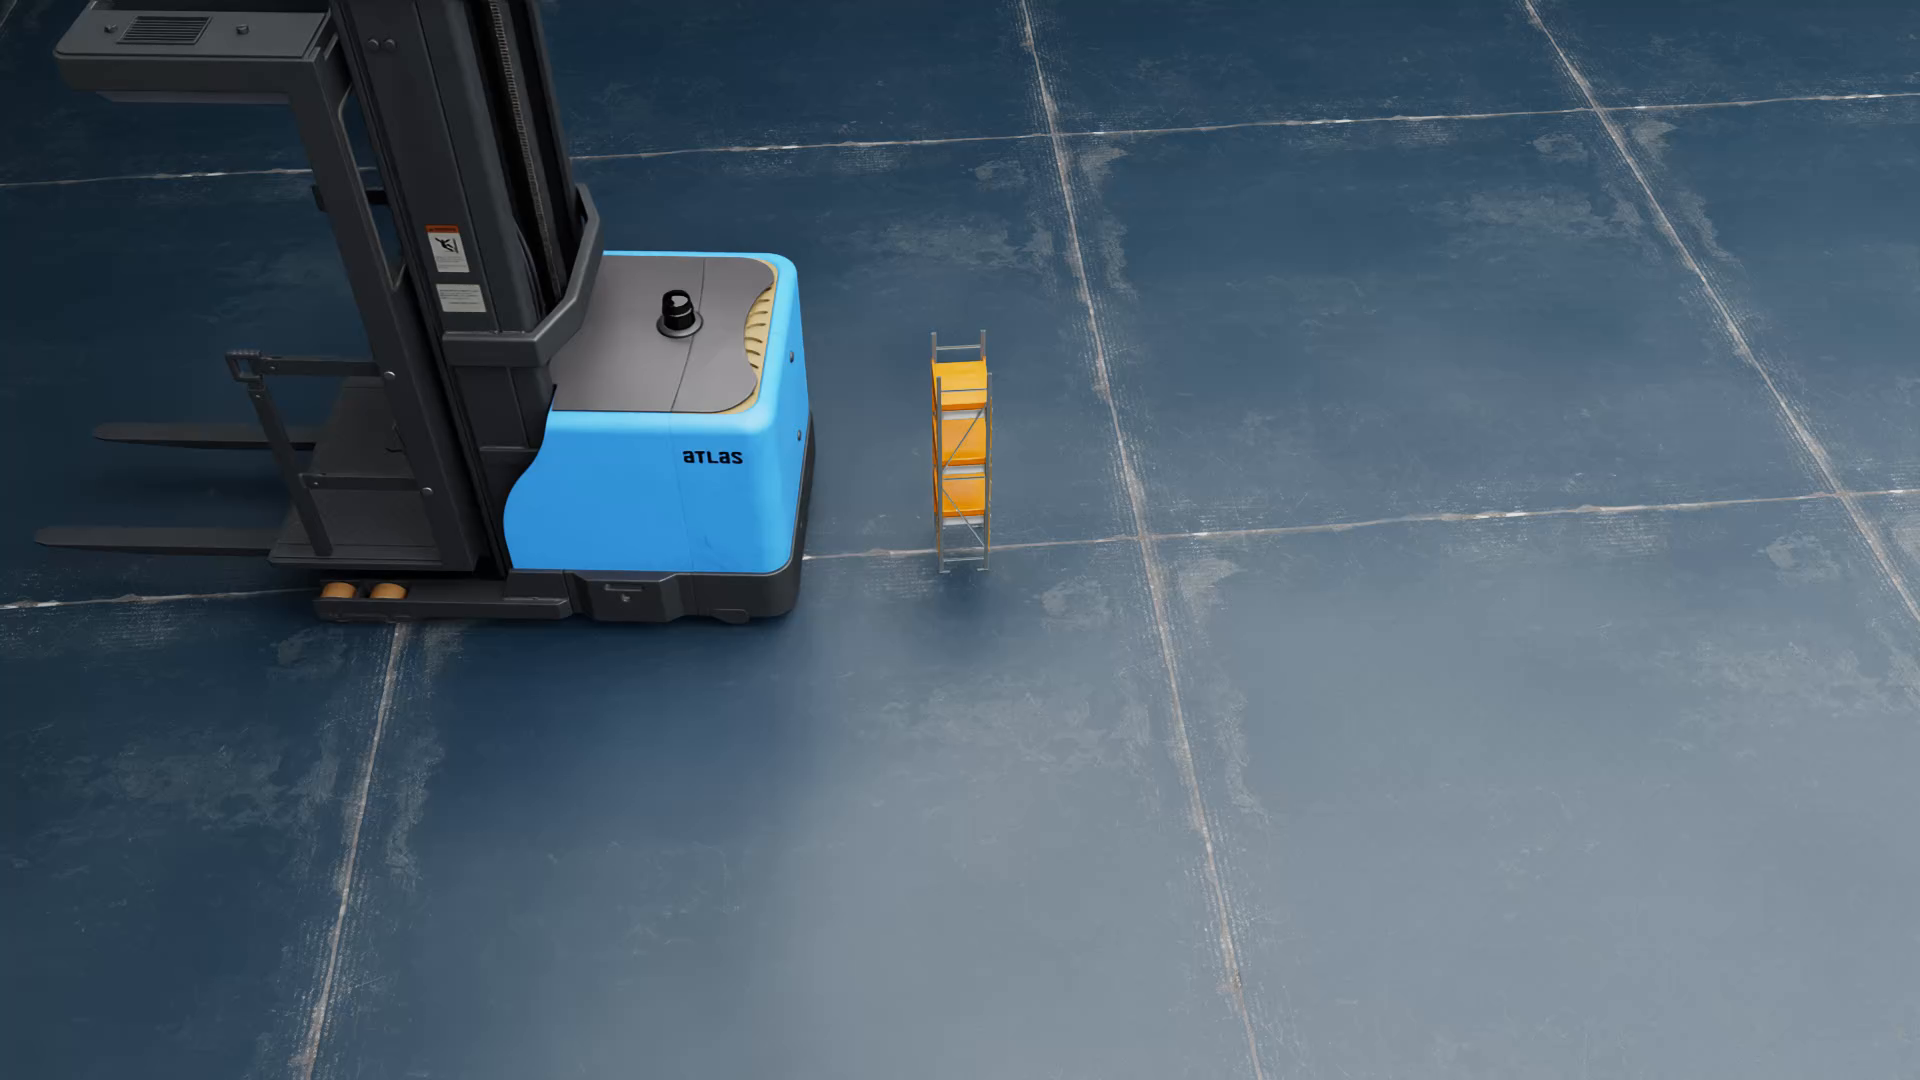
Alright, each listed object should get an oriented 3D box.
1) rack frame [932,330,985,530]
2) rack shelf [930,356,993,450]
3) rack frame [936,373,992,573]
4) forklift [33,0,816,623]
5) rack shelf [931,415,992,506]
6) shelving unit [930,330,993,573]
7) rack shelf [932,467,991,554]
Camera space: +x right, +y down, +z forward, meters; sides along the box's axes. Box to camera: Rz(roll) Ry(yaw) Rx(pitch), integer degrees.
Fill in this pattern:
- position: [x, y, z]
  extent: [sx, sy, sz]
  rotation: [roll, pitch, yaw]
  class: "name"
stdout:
- position: [-0.006, -0.411, 6.552]
  extent: [0.200, 1.050, 0.008]
  rotation: [-3, 47, -3]
  class: "rack frame"
- position: [0.004, -0.510, 6.270]
  extent: [0.215, 0.259, 0.240]
  rotation: [-3, 47, -3]
  class: "rack shelf"
- position: [0.015, -0.234, 6.385]
  extent: [0.200, 1.050, 0.008]
  rotation: [-3, 47, -3]
  class: "rack frame"
- position: [-2.146, -1.064, 5.876]
  extent: [3.031, 2.935, 1.130]
  rotation: [1, 47, 1]
  class: "forklift"
- position: [0.004, -0.315, 6.476]
  extent: [0.215, 0.259, 0.240]
  rotation: [-3, 47, -3]
  class: "rack shelf"
- position: [0.004, -0.322, 6.469]
  extent: [0.215, 1.050, 0.252]
  rotation: [-3, 47, -3]
  class: "shelving unit"
- position: [0.004, -0.124, 6.678]
  extent: [0.215, 0.259, 0.240]
  rotation: [-3, 47, -3]
  class: "rack shelf"
